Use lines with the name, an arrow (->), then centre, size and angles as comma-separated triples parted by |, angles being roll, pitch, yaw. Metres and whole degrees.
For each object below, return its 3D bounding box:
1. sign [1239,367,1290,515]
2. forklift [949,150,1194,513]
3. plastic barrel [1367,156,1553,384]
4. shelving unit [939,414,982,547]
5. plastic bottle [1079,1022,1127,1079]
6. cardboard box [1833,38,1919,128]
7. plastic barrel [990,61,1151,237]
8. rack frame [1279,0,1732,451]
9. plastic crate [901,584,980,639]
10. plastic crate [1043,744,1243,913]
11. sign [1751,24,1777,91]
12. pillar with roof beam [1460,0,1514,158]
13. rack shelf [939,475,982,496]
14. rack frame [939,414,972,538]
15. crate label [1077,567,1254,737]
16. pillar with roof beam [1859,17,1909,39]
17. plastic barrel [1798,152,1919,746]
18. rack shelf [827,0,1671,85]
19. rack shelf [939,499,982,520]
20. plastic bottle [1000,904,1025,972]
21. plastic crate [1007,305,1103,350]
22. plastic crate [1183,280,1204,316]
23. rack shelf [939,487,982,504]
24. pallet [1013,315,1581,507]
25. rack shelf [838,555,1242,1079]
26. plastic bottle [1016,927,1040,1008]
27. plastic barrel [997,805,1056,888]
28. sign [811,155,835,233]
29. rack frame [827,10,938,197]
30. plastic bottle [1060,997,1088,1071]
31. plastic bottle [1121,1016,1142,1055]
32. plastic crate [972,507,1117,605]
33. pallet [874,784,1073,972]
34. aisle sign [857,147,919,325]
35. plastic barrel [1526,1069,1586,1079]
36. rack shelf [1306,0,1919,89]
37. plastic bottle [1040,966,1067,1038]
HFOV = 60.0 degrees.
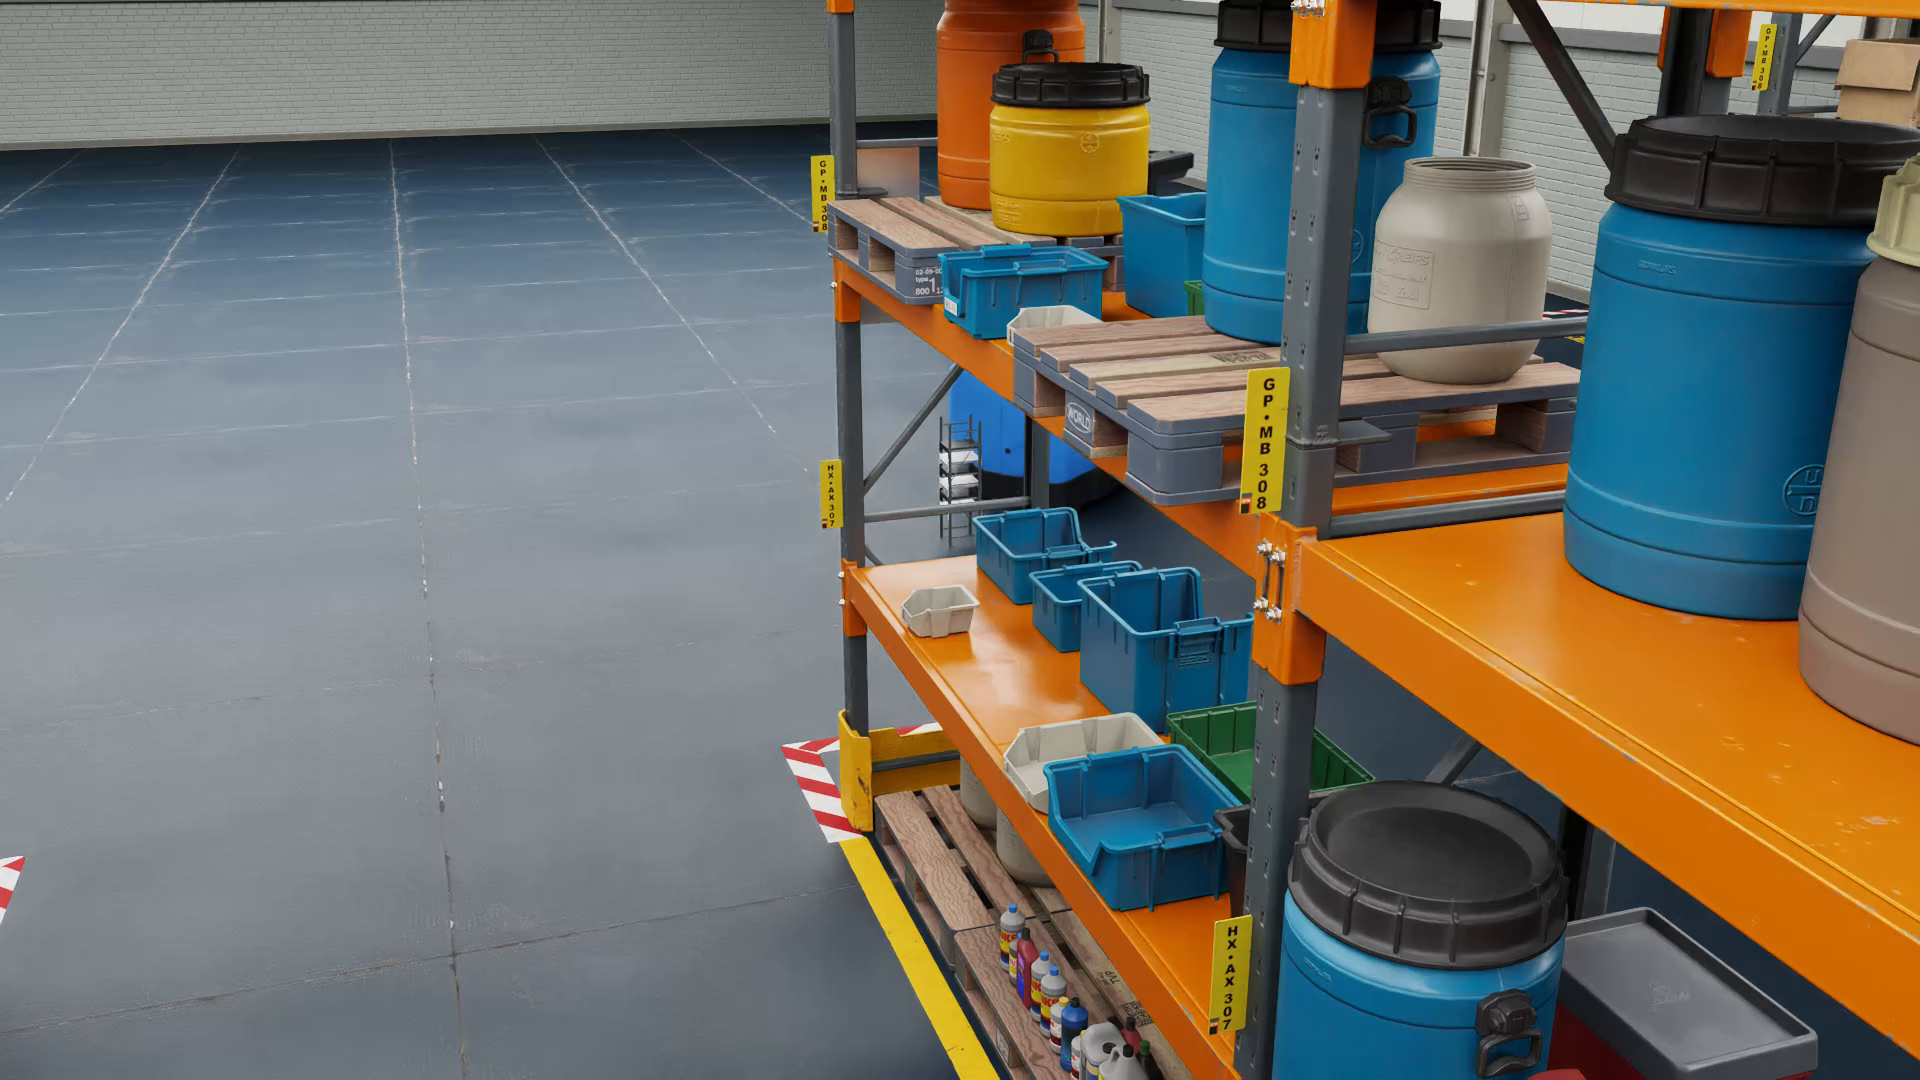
sign -> 0.664, -0.214, 3.625 | 0.100, 0.325, 0.005 | -6, 21, -17
forklift -> 1.126, -2.004, 13.160 | 1.130, 2.935, 3.031 | 12, 23, 31
plastic barrel -> 1.241, -0.674, 4.133 | 0.421, 0.512, 0.421 | 0, 20, 0
shelving unit -> 0.003, -0.421, 11.757 | 0.258, 0.900, 0.210 | -6, 21, -17
plastic bottle -> 0.505, 1.828, 5.769 | 0.152, 0.276, 0.135 | -6, 21, -16
cardboard box -> 4.813, -2.201, 8.189 | 0.797, 0.503, 0.637 | -5, 20, -13
plastic barrel -> 0.412, -1.483, 6.270 | 0.600, 0.588, 0.600 | 0, 20, 0
rack frame -> 1.190, -1.677, 3.273 | 1.000, 3.000, 0.127 | -6, 21, -17
plastic crate -> -0.091, 0.308, 7.011 | 0.298, 0.136, 0.250 | -6, 21, -17
plastic crate -> 0.584, 0.890, 5.221 | 0.499, 0.251, 0.616 | -6, 21, -17
sign -> 4.107, -2.465, 8.496 | 0.100, 0.325, 0.005 | -6, 21, -17
pillar with roof beam -> 2.520, -7.274, 18.855 | 9.100, 9.000, 0.400 | -6, 21, -17
rack shelf -> 0.003, -0.390, 11.768 | 0.258, 0.077, 0.200 | -6, 21, -17
rack frame -> -0.029, -0.454, 11.848 | 0.240, 0.900, 0.006 | -6, 21, -17
crate label -> 0.768, 0.408, 6.290 | 0.502, 0.435, 0.616 | -6, 21, -17
pillar with roof beam -> 4.406, -5.348, 13.495 | 9.100, 9.000, 0.400 | -6, 21, -17
plastic barrel -> 1.761, -0.151, 2.721 | 0.600, 0.901, 0.600 | 0, 20, 0
rack shelf -> 0.561, -1.792, 5.249 | 1.077, 0.370, 4.000 | -6, 21, -17
rack shelf -> 0.003, -0.220, 11.829 | 0.258, 0.077, 0.200 | -6, 21, -17
plastic bottle -> 0.207, 1.555, 6.535 | 0.097, 0.271, 0.097 | 0, 20, 0
plastic crate -> 0.302, -0.613, 5.139 | 0.243, 0.136, 0.396 | -6, 21, -17
plastic crate -> 0.952, -0.701, 5.306 | 0.336, 0.188, 0.450 | -6, 21, -17
rack shelf -> 0.003, -0.305, 11.799 | 0.258, 0.077, 0.200 | -6, 21, -17
pallet -> 0.870, -0.397, 4.428 | 1.213, 0.211, 1.003 | -6, 21, -17
rack shelf -> 0.561, 0.843, 6.195 | 1.077, 0.370, 4.000 | -6, 21, -17
plastic bottle -> 0.261, 1.624, 6.326 | 0.061, 0.283, 0.133 | -6, 21, -16
plastic barrel -> 0.370, 1.200, 7.197 | 0.421, 0.512, 0.421 | 0, 20, 0
sign -> -0.591, -1.496, 7.193 | 0.100, 0.325, 0.005 | -6, 21, -17
rack frame -> -0.067, -2.960, 6.847 | 1.000, 3.000, 0.127 | -6, 21, -17
plastic bottle -> 0.410, 1.762, 5.959 | 0.097, 0.271, 0.097 | 0, 20, 0
plastic bottle -> 0.606, 1.813, 5.800 | 0.061, 0.283, 0.133 | -6, 21, -17
plastic crate -> 0.374, 0.062, 7.527 | 0.499, 0.251, 0.616 | -6, 21, -17
pallet -> 0.251, 1.456, 7.551 | 1.003, 0.211, 1.213 | -6, 21, -17
aisle sign -> -0.368, -1.352, 7.399 | 0.394, 0.787, 0.004 | -6, 21, -17
plastic barrel -> 1.282, 1.413, 3.344 | 0.433, 0.535, 0.433 | 0, 20, 0
rack shelf -> 1.819, -0.508, 1.675 | 1.077, 0.370, 4.000 | -6, 21, -17
plastic bottle -> 0.346, 1.697, 6.140 | 0.097, 0.271, 0.097 | 0, 20, 0
